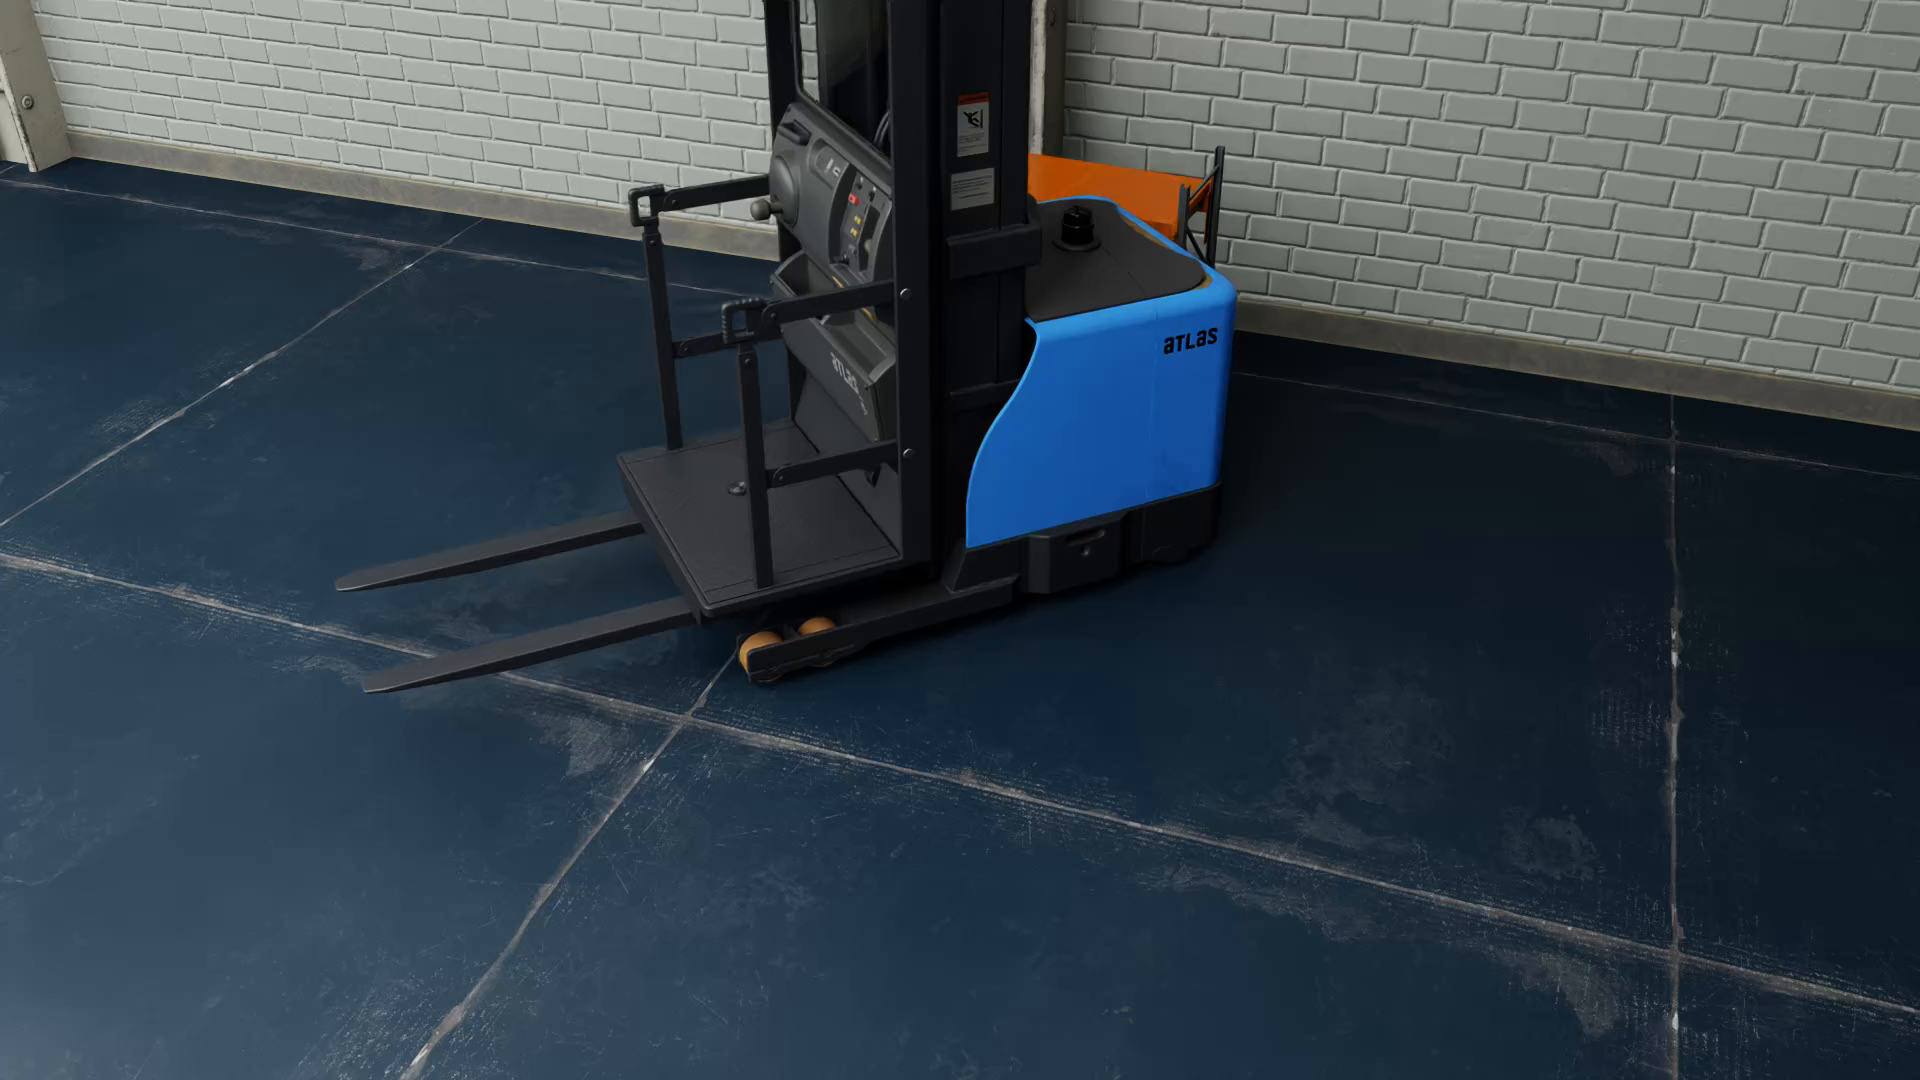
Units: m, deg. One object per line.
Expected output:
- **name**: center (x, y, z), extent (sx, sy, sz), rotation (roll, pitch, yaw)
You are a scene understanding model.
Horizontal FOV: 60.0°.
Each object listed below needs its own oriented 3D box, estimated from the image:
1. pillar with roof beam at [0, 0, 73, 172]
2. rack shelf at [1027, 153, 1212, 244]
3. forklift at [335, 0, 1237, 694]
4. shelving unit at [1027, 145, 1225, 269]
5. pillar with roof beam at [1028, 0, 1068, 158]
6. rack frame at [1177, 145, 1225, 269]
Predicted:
- **pillar with roof beam**: center (-6.867, -3.800, 3.840), extent (0.400, 9.000, 9.100), rotation (11, 34, 16)
- **rack shelf**: center (0.473, -1.327, 6.729), extent (1.000, 0.278, 0.538), rotation (14, 35, 20)
- **forklift**: center (-0.602, -1.087, 5.231), extent (3.031, 2.935, 1.130), rotation (-14, 35, -21)
- **shelving unit**: center (0.473, -1.081, 6.888), extent (1.048, 1.125, 0.538), rotation (14, 35, 20)
- **pillar with roof beam**: center (-1.219, -2.702, 2.139), extent (0.400, 9.000, 9.100), rotation (11, 34, 16)
- **rack frame**: center (0.937, -0.969, 6.714), extent (0.032, 1.125, 0.500), rotation (14, 35, 20)
